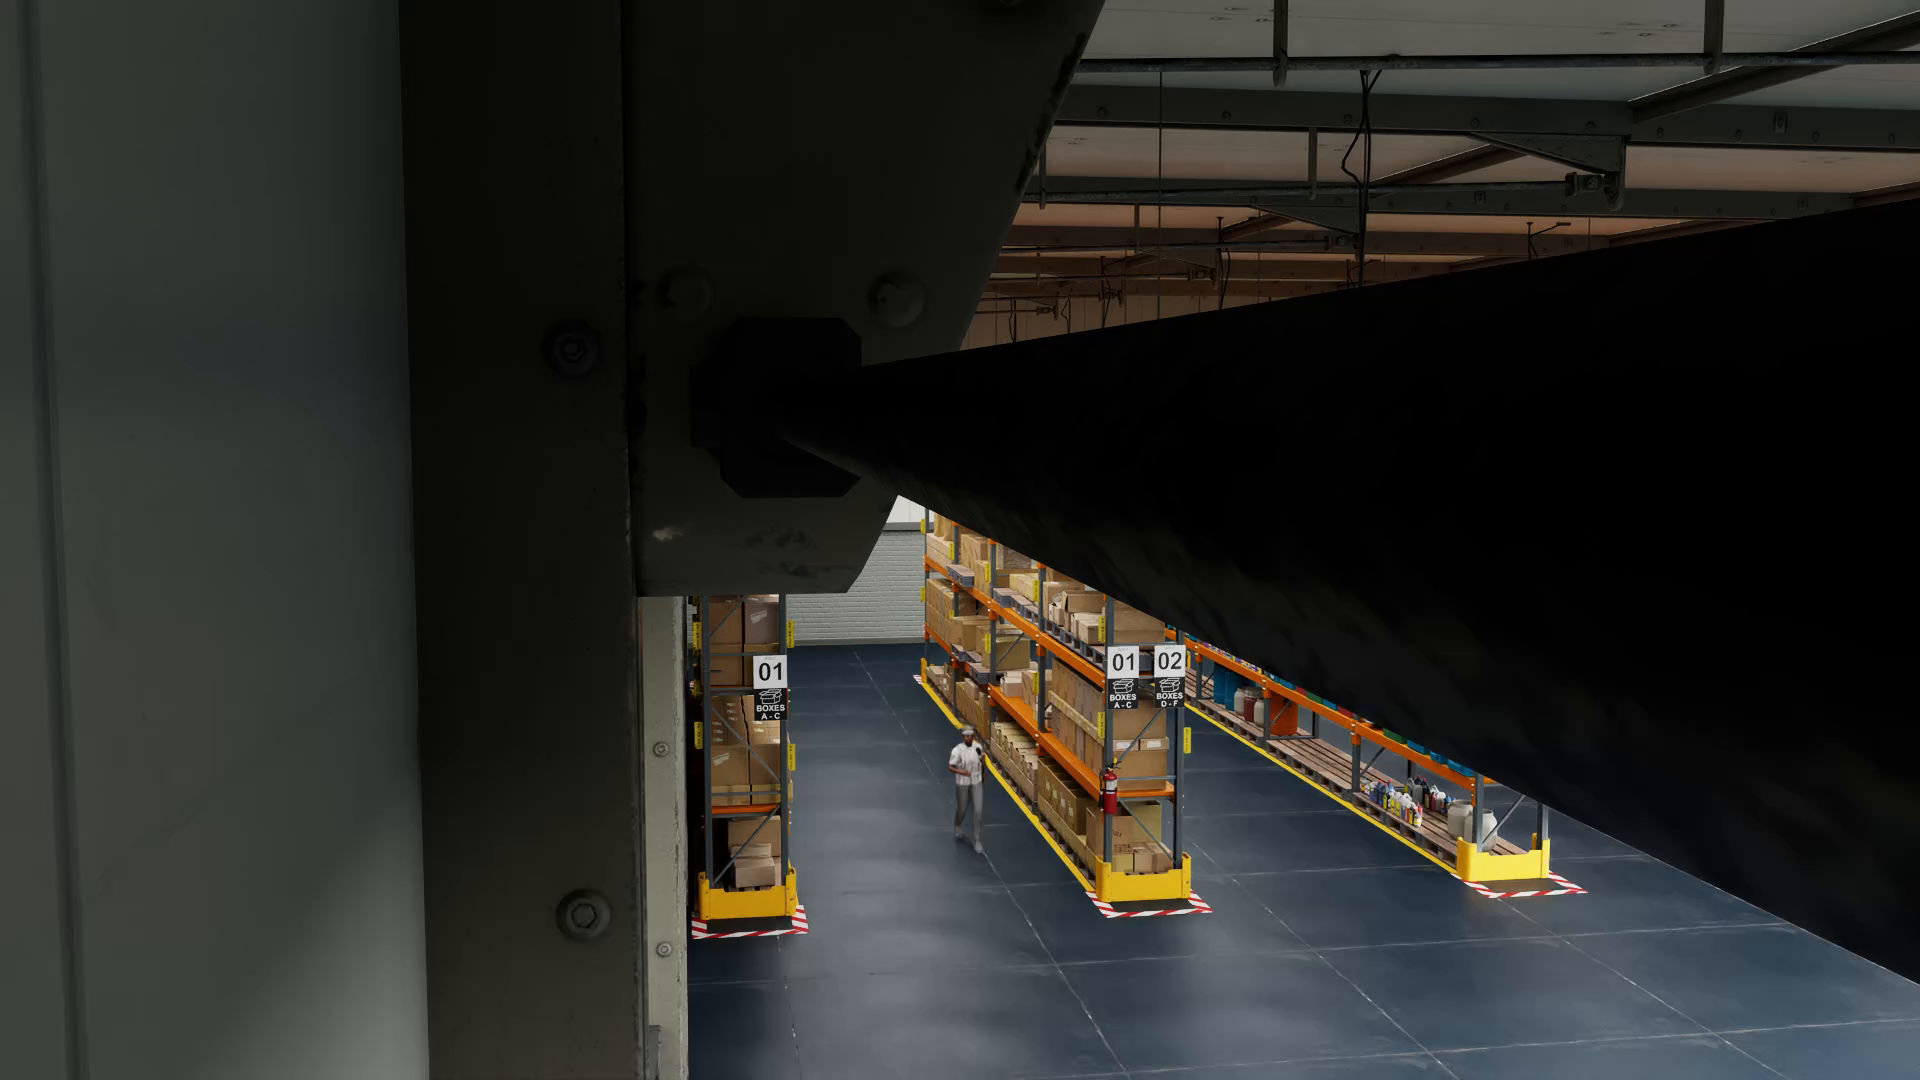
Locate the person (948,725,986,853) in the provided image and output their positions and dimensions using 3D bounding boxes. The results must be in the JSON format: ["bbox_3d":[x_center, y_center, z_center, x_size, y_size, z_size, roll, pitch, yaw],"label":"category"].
[{"bbox_3d":[0.116,3.436,23.309,0.587,1.729,0.895,-1,5,-14],"label":"person"}]
